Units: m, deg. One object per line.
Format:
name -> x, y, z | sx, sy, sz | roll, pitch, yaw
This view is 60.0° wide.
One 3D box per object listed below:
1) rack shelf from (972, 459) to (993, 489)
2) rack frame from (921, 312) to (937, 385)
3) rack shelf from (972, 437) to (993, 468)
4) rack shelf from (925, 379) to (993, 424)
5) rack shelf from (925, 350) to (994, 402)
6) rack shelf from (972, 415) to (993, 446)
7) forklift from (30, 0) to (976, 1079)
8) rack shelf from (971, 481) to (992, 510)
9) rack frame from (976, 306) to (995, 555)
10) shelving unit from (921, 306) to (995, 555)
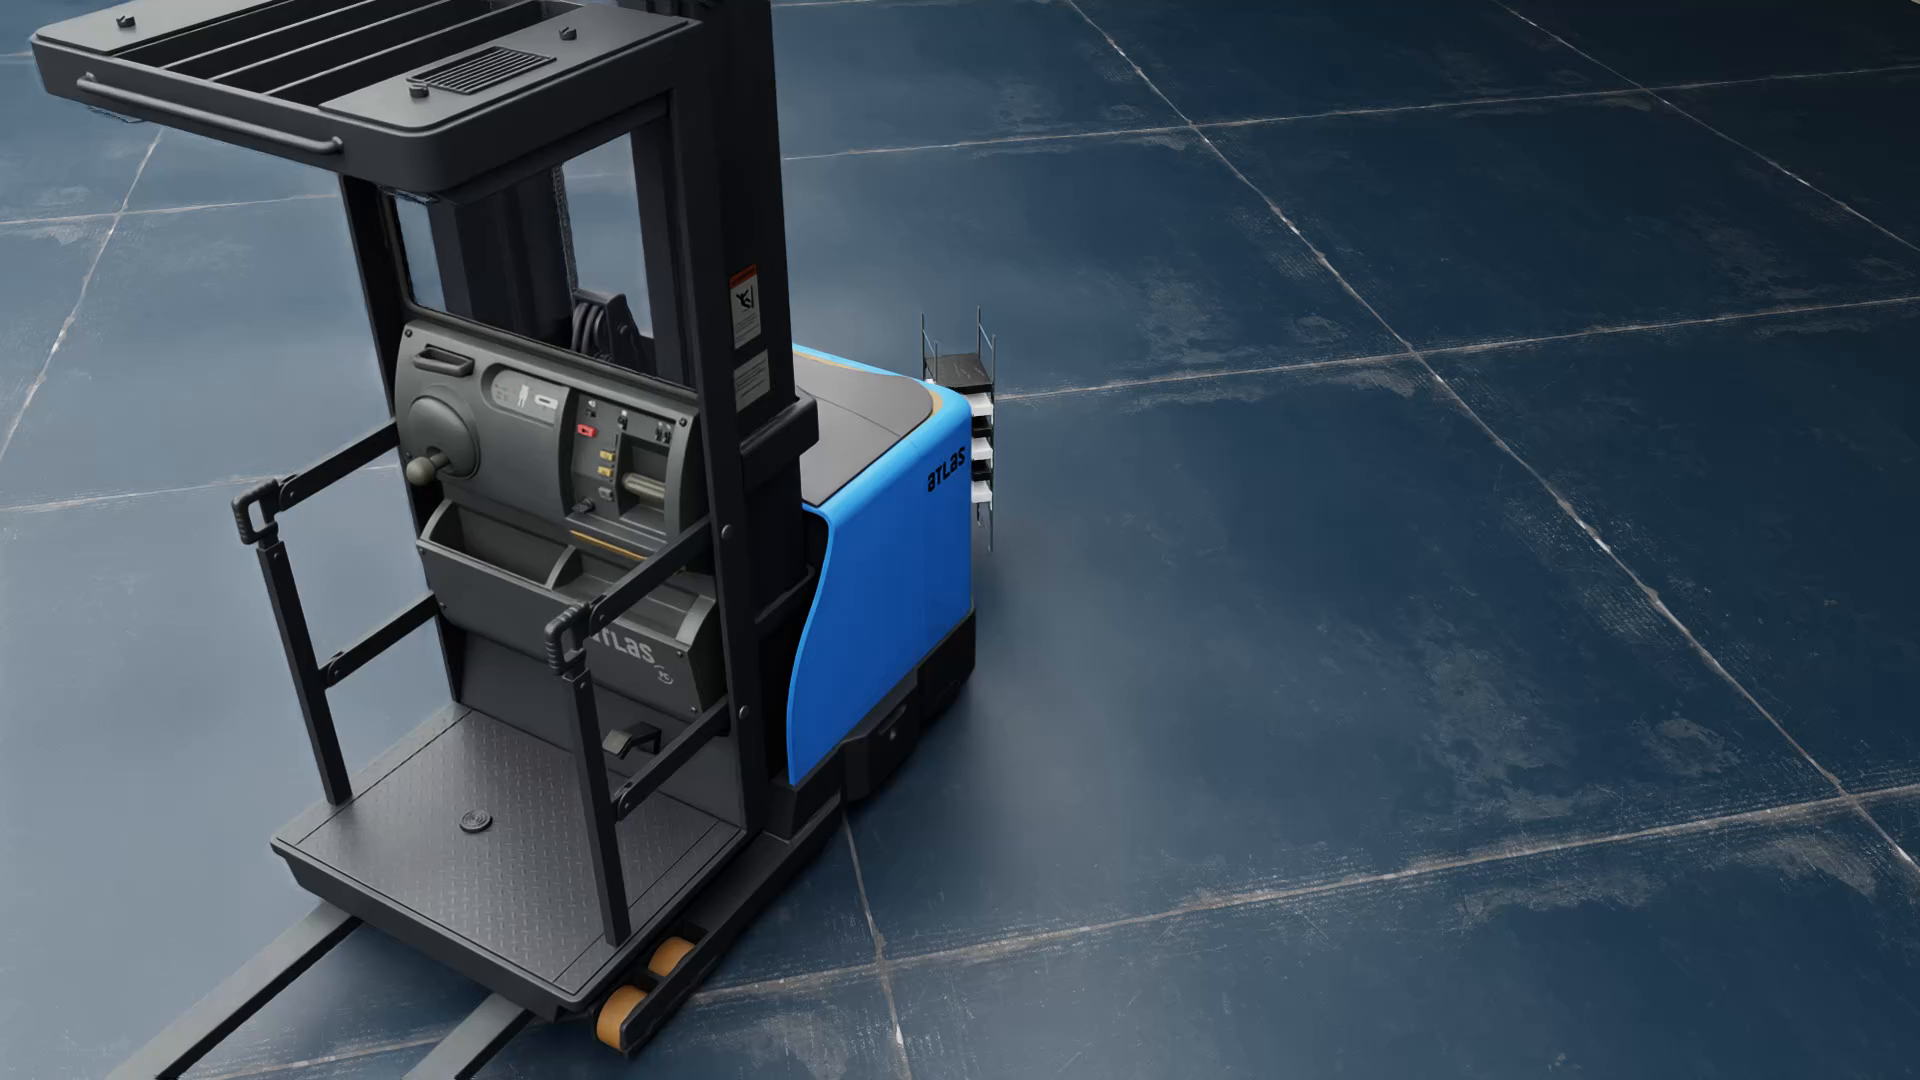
rack shelf -> -0.008, -0.270, 6.066 | 0.200, 0.077, 0.258 | -7, 35, -11
rack frame -> -0.107, -0.360, 5.979 | 0.006, 0.900, 0.240 | -7, 35, -11
rack shelf -> -0.008, -0.345, 6.016 | 0.200, 0.077, 0.258 | -7, 35, -11
rack shelf -> -0.008, -0.494, 5.916 | 0.200, 0.077, 0.258 | -7, 35, -11
rack shelf -> -0.008, -0.569, 5.866 | 0.200, 0.077, 0.258 | -7, 35, -11
rack shelf -> -0.008, -0.420, 5.966 | 0.200, 0.077, 0.258 | -7, 35, -11
forklift -> -1.136, -0.196, 3.912 | 1.130, 2.935, 3.031 | 18, 38, 25
rack shelf -> -0.008, -0.196, 6.117 | 0.200, 0.077, 0.258 | -7, 35, -11
rack frame -> 0.091, -0.385, 6.016 | 0.006, 0.900, 0.240 | -7, 35, -11
shelving unit -> -0.008, -0.373, 5.998 | 0.210, 0.900, 0.258 | -7, 35, -11
